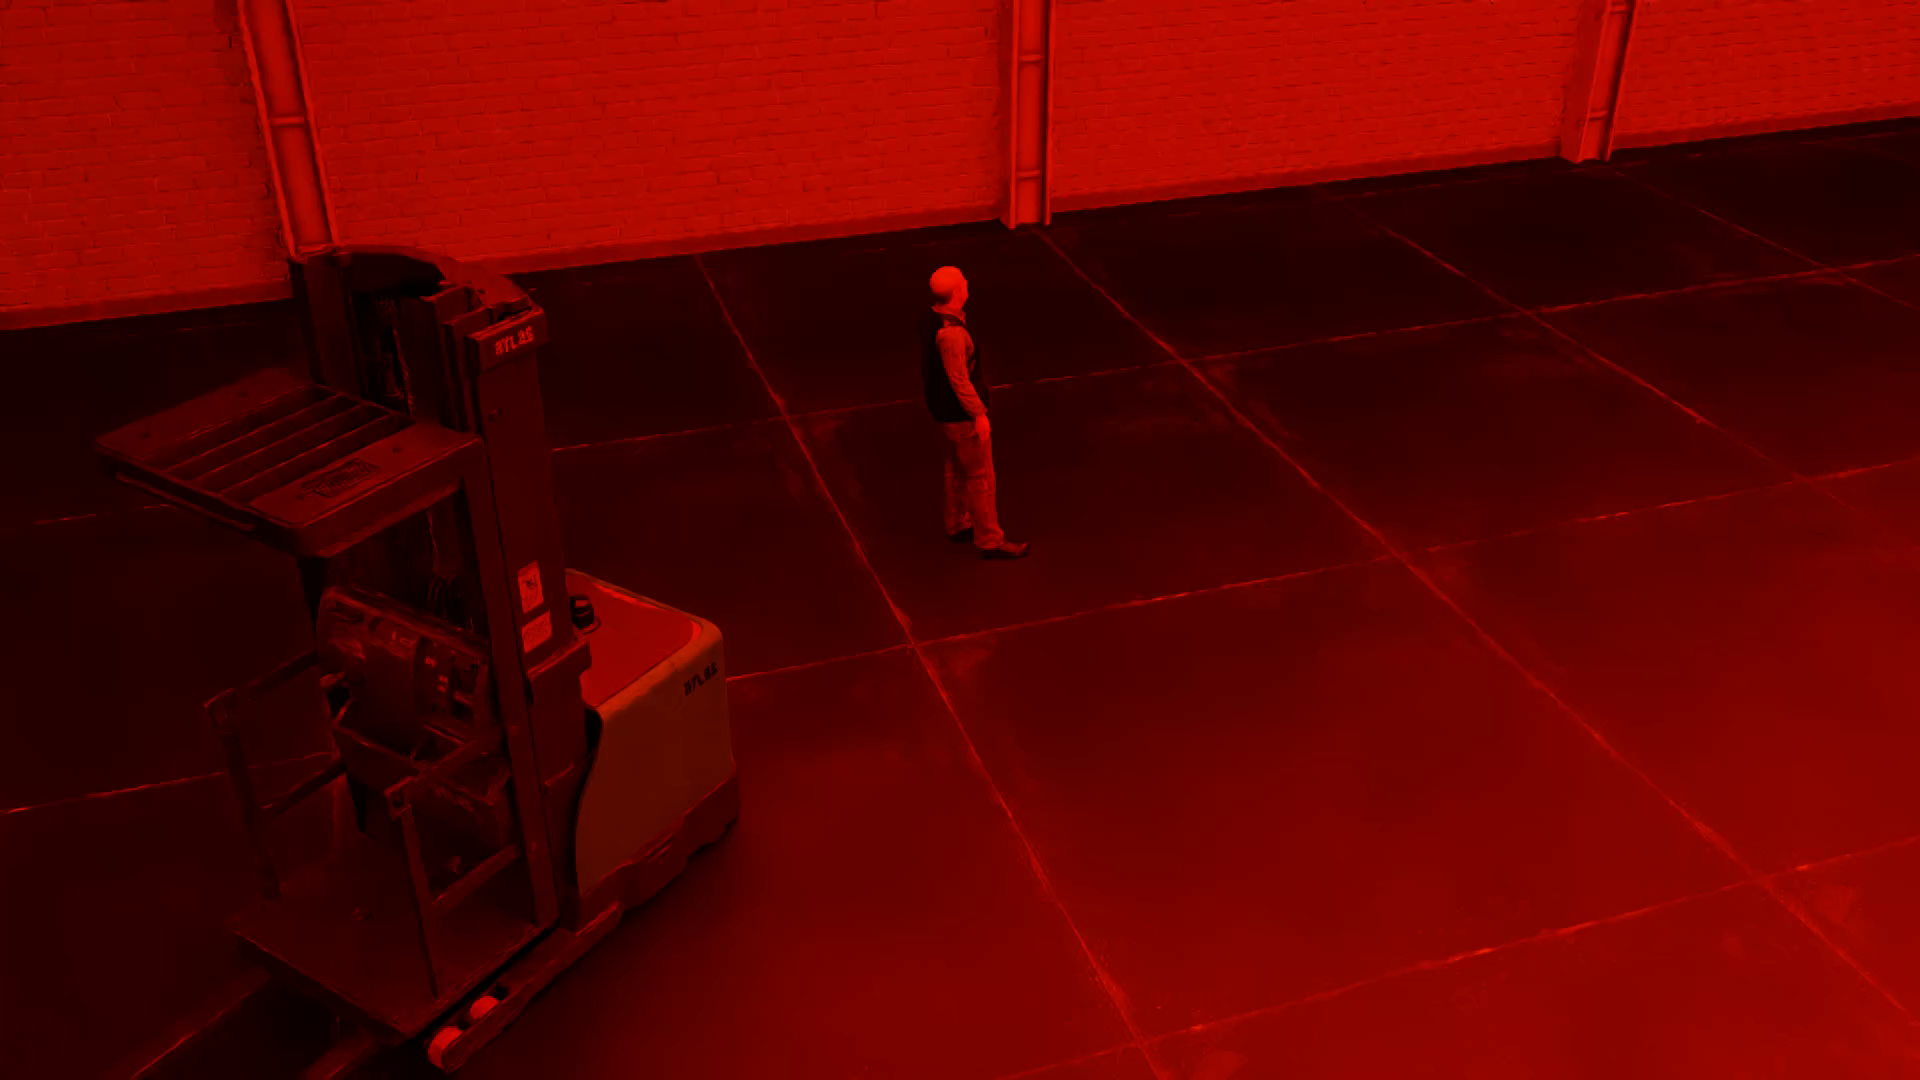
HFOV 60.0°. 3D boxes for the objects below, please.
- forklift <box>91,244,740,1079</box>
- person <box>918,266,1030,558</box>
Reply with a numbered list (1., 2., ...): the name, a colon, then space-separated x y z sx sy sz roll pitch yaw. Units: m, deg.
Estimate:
1. forklift: -2.241 0.517 6.188 1.130 2.935 3.031 18 34 28
2. person: 0.062 -0.759 9.604 0.567 1.720 0.632 -10 31 -16
